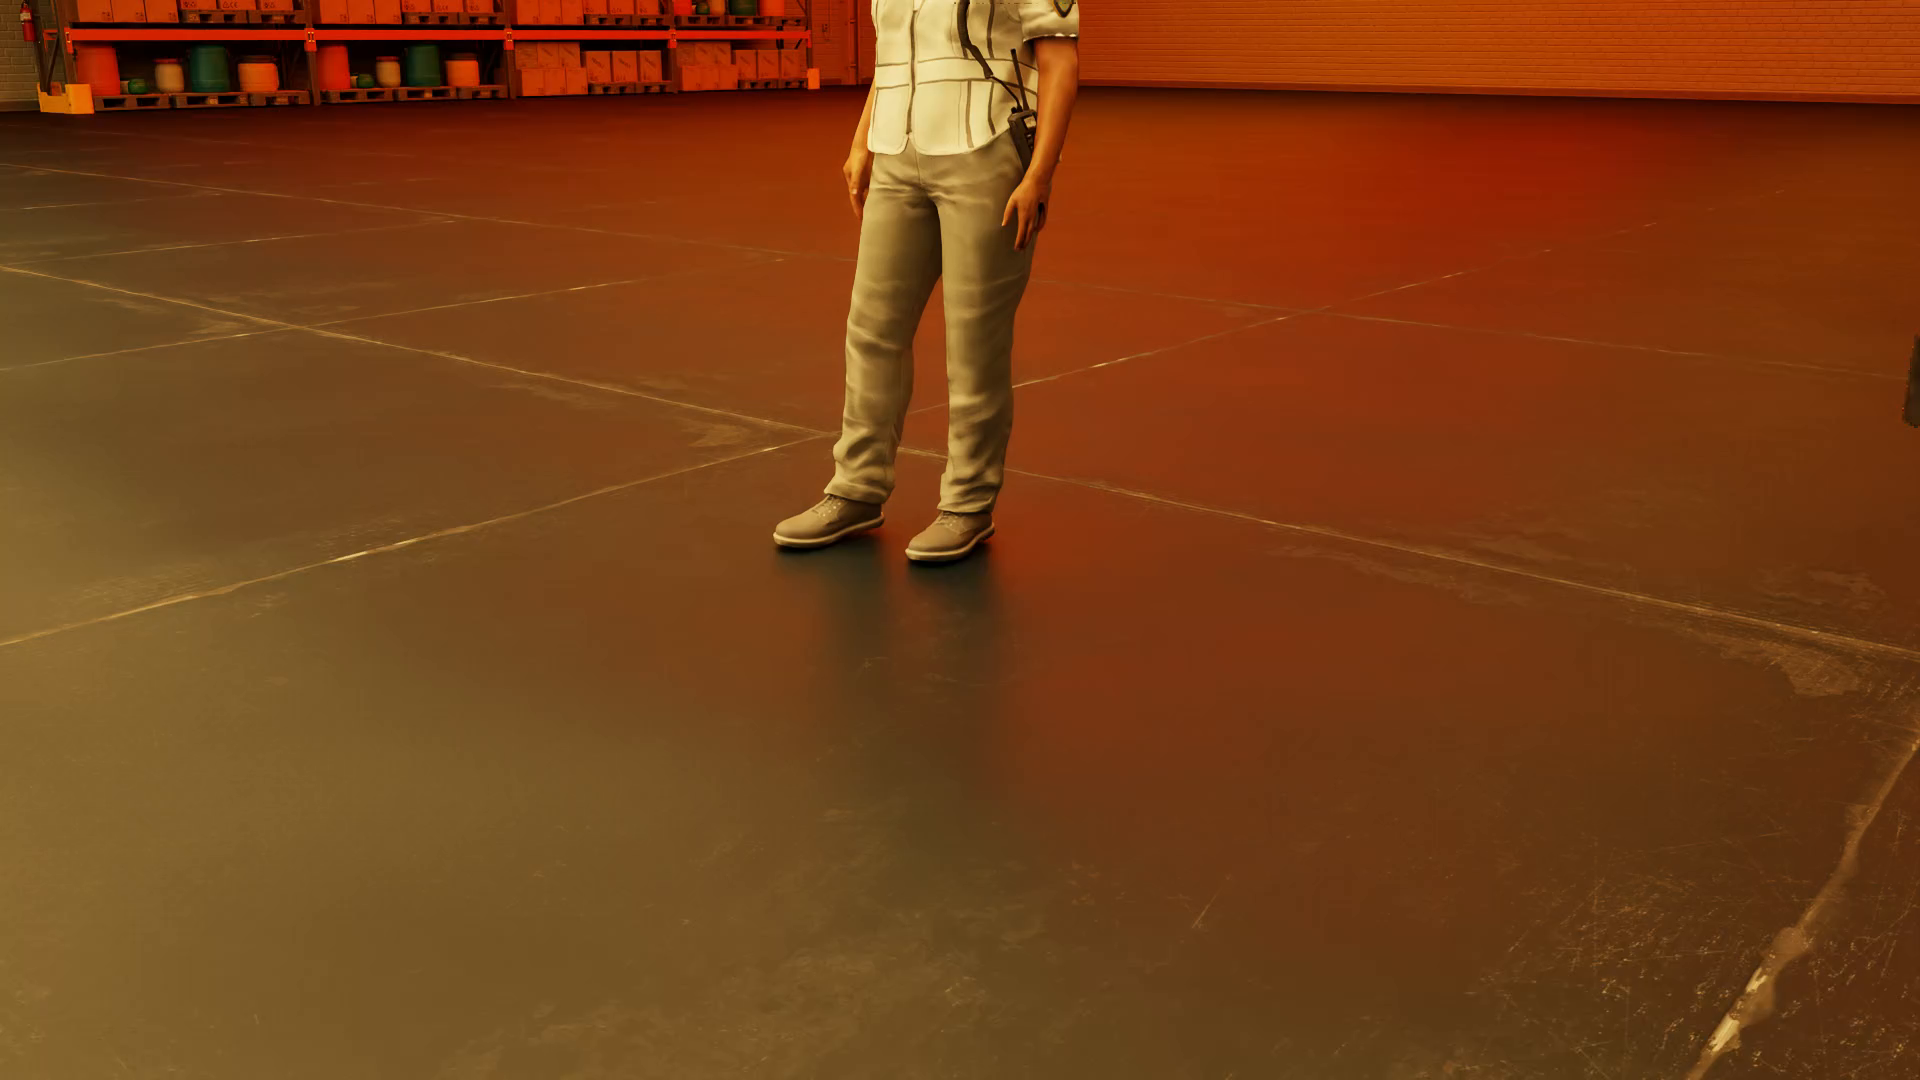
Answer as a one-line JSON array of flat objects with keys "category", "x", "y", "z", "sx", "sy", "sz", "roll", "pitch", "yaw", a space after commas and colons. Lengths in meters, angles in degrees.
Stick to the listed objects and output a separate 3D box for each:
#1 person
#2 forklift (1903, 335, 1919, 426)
[{"category": "person", "x": -0.066, "y": -0.792, "z": 3.655, "sx": 0.599, "sy": 1.670, "sz": 0.529, "roll": 13, "pitch": 21, "yaw": 37}, {"category": "forklift", "x": 4.311, "y": -1.622, "z": 4.239, "sx": 3.031, "sy": 2.935, "sz": 1.130, "roll": -3, "pitch": 17, "yaw": -9}]
